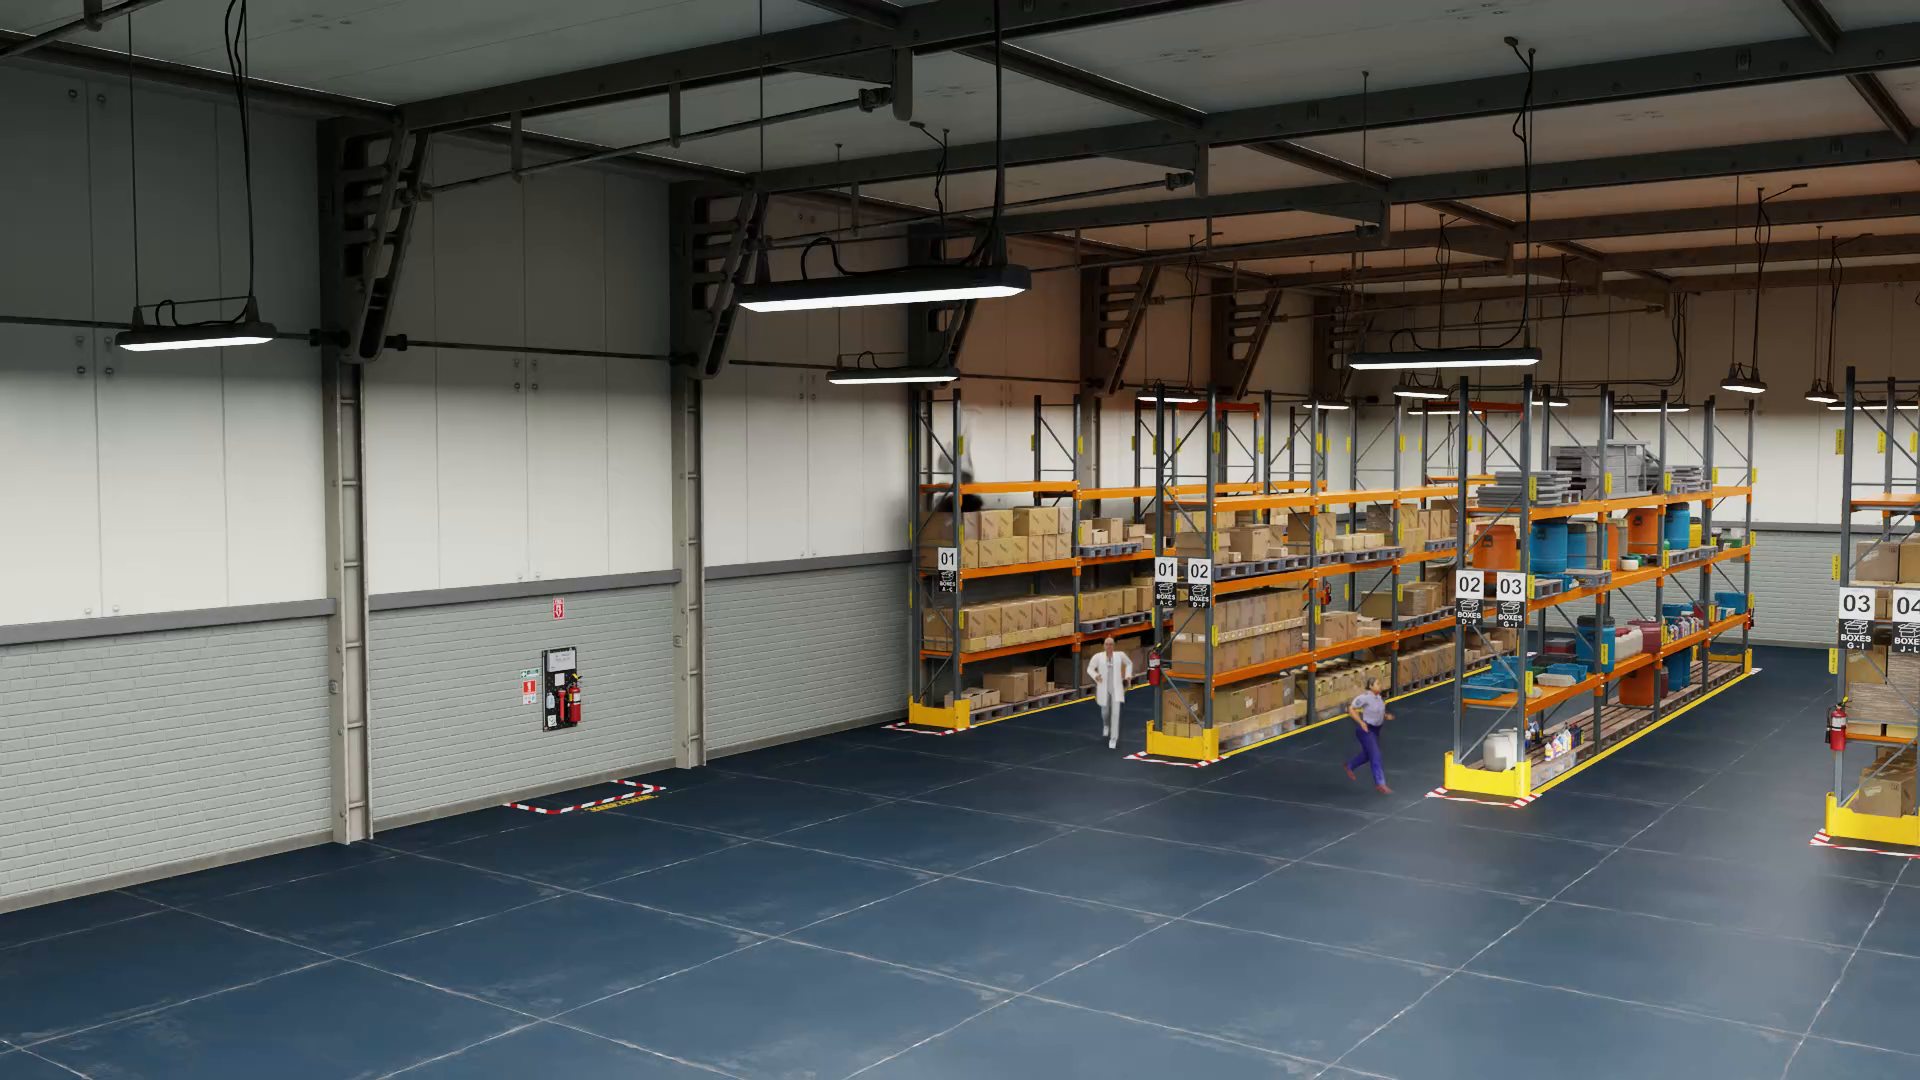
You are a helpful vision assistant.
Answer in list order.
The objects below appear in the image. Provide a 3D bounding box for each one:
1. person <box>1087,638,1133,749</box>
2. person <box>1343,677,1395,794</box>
[{"bbox_3d":[2.507,2.523,27.802,0.760,1.796,1.056,0,3,5],"label":"person"},{"bbox_3d":[5.915,2.811,24.143,0.910,1.661,0.620,3,4,42],"label":"person"}]
